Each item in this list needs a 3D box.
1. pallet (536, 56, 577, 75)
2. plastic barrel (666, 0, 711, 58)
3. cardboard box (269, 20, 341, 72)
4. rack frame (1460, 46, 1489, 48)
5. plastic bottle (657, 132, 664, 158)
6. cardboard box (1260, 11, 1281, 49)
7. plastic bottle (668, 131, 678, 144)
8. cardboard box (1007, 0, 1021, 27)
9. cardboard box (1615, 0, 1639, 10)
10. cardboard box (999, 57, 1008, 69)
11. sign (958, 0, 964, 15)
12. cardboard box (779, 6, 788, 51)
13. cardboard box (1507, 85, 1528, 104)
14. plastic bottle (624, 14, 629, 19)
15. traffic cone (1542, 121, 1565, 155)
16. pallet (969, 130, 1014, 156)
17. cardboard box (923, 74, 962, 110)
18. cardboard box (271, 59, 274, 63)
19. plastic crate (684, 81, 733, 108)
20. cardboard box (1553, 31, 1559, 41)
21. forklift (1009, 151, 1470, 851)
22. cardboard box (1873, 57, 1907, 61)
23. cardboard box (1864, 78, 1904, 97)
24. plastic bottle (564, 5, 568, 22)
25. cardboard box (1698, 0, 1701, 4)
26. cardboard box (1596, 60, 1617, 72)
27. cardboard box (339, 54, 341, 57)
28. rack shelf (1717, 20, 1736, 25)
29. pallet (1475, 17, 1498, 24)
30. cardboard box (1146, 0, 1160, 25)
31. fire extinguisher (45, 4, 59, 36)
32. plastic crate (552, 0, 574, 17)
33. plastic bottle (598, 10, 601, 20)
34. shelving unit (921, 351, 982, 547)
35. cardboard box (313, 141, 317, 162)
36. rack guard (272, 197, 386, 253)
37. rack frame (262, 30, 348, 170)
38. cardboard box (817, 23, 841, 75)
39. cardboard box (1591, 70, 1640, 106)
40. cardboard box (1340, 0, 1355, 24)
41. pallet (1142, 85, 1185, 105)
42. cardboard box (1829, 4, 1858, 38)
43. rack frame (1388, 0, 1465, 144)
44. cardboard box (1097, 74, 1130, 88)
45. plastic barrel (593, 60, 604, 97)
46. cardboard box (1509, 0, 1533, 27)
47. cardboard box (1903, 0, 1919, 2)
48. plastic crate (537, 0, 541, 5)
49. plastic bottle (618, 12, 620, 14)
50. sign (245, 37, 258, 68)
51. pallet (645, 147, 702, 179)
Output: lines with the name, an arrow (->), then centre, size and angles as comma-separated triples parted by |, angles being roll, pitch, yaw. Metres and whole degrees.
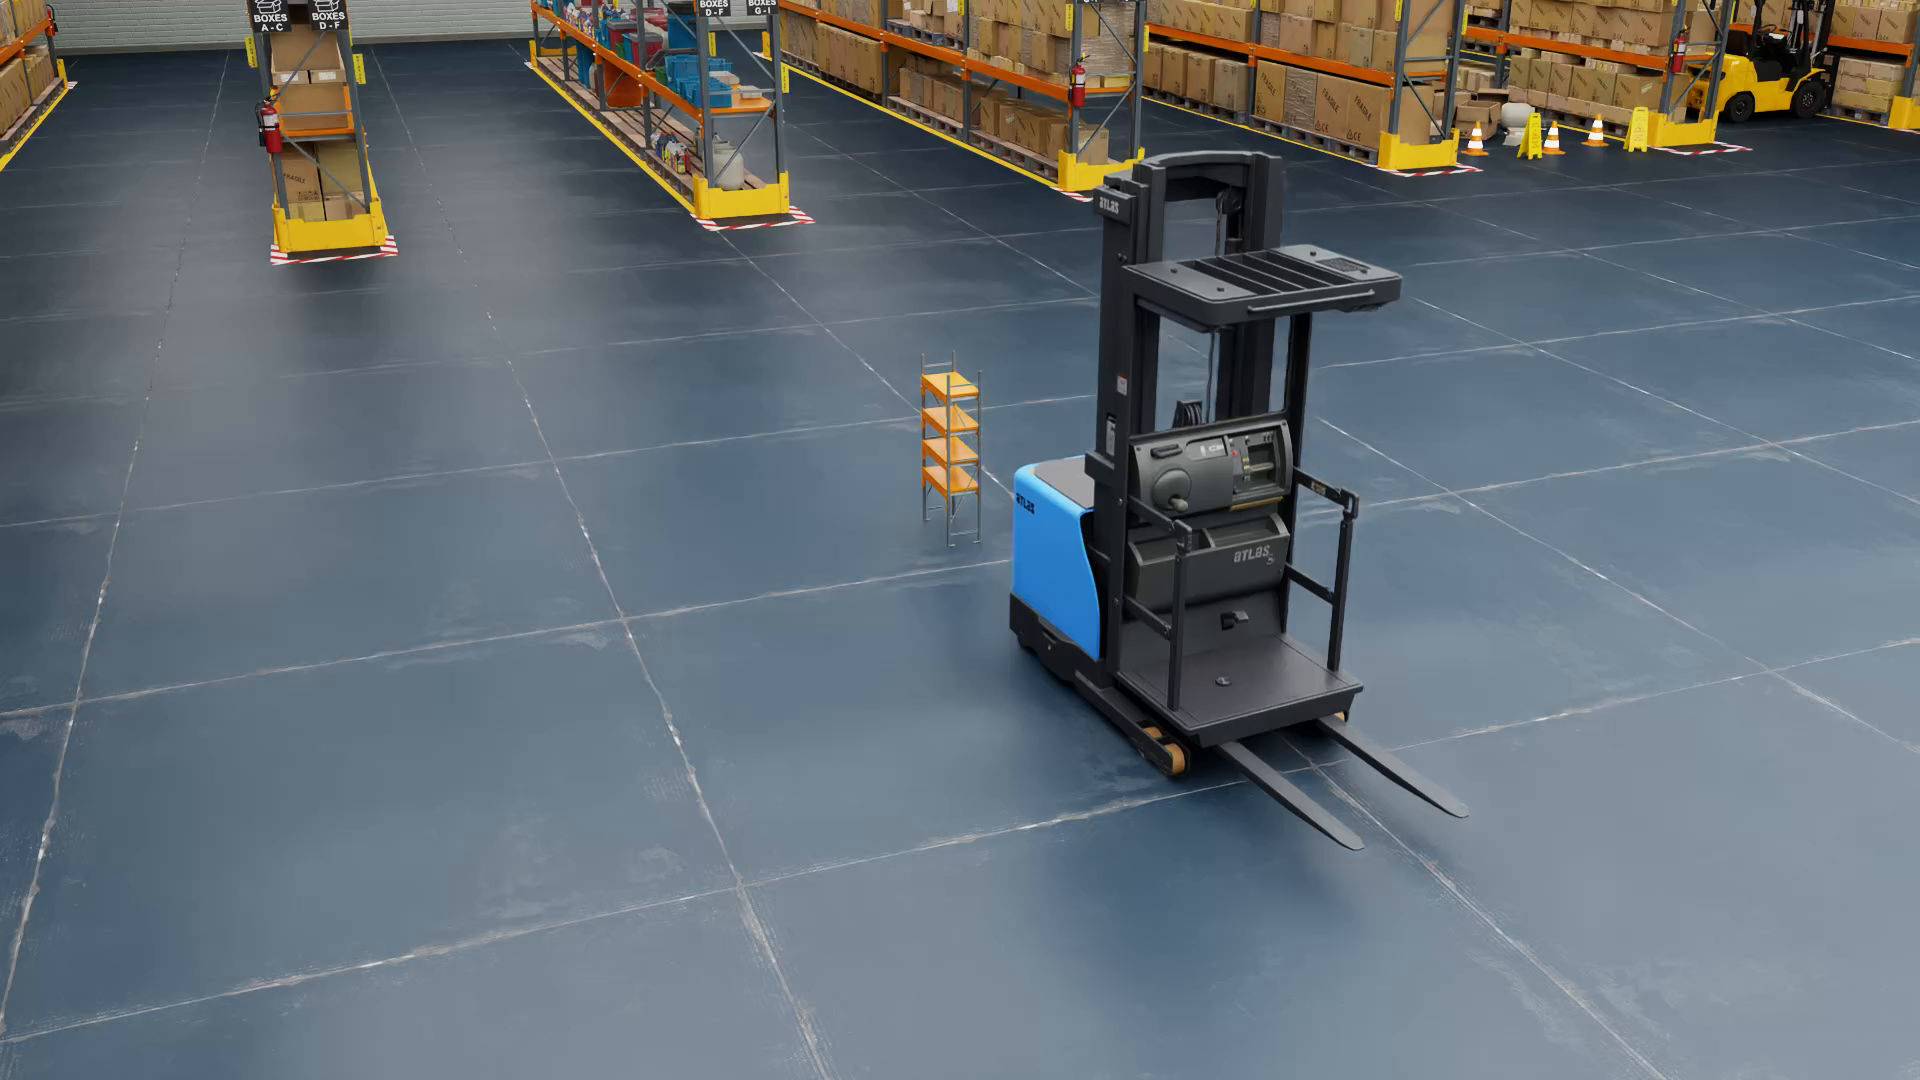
pallet -> -8.084, -9.725, 34.052 | 1.003, 0.211, 1.213 | -8, 24, -19
plastic barrel -> -3.953, -7.368, 24.223 | 0.600, 0.901, 0.708 | -8, 24, -19
cardboard box -> -7.494, -5.658, 19.012 | 0.700, 0.500, 0.500 | -8, 24, -19
rack frame -> 11.621, -12.583, 37.243 | 1.000, 3.000, 0.127 | -8, 24, -19
plastic bottle -> -4.203, -5.587, 23.487 | 0.144, 0.351, 0.185 | -8, 24, -18
cardboard box -> 5.351, -8.215, 26.686 | 0.875, 0.550, 0.550 | -8, 24, -19
plastic bottle -> -4.068, -5.607, 23.534 | 0.144, 0.351, 0.185 | -8, 24, -19
cardboard box -> 0.996, -7.537, 23.470 | 0.500, 0.500, 0.500 | -8, 24, -19
cardboard box -> 10.662, -8.525, 25.816 | 0.700, 0.500, 0.500 | -8, 24, -18
cardboard box -> 0.793, -6.949, 24.197 | 0.380, 0.149, 0.250 | -8, 24, -19
sign -> 0.016, -8.091, 25.093 | 0.100, 0.325, 0.005 | -8, 24, -19
cardboard box -> -3.404, -10.988, 35.652 | 0.875, 0.875, 0.875 | -8, 24, -19
cardboard box -> 9.761, -7.669, 28.583 | 0.500, 0.250, 0.500 | -10, 25, -21
plastic bottle -> -5.786, -9.016, 28.945 | 0.097, 0.271, 0.097 | 0, 23, 0
traffic cone -> 8.941, -6.075, 25.068 | 0.336, 0.463, 0.334 | -8, 24, -19
pallet -> 0.804, -6.110, 25.476 | 1.003, 0.211, 1.213 | -8, 24, -19
cardboard box -> -0.209, -7.493, 27.818 | 0.700, 0.500, 0.500 | -6, 24, -15
cardboard box -> -7.999, -5.656, 19.843 | 0.380, 0.149, 0.250 | -8, 24, -17
plastic crate -> -3.143, -5.574, 20.804 | 0.499, 0.251, 0.616 | -8, 24, -19
cardboard box -> 10.055, -8.356, 27.536 | 0.380, 0.149, 0.250 | -8, 24, -19
forklift -> 1.392, -0.349, 8.304 | 1.130, 2.935, 3.031 | -11, 25, -24
cardboard box -> 15.688, -7.992, 28.062 | 0.500, 0.250, 0.500 | -8, 24, -19
cardboard box -> 15.396, -7.514, 27.571 | 0.500, 0.250, 0.500 | -9, 24, -20
plastic bottle -> -7.148, -9.568, 30.238 | 0.061, 0.283, 0.133 | -8, 24, -19
cardboard box -> 13.846, -10.167, 31.060 | 0.500, 0.250, 0.500 | -9, 24, -20
cardboard box -> 10.413, -7.583, 26.578 | 0.380, 0.149, 0.250 | -8, 24, -18
cardboard box -> -7.716, -5.808, 20.204 | 0.380, 0.149, 0.250 | -9, 24, -20
rack shelf -> 13.741, -10.072, 32.210 | 1.077, 0.370, 4.000 | -8, 24, -19
pallet -> 9.130, -9.646, 30.520 | 1.003, 0.211, 1.213 | -8, 24, -19
cardboard box -> 3.703, -9.578, 29.983 | 0.500, 0.500, 0.500 | -8, 24, -18
fire extinguisher -> -17.229, -9.866, 31.377 | 0.296, 0.674, 0.183 | -8, 24, -19
plastic crate -> -7.410, -10.005, 31.069 | 0.392, 0.384, 0.575 | -8, 24, -19
plastic bottle -> -6.594, -9.647, 30.533 | 0.097, 0.201, 0.097 | 0, 23, 0
shelving unit -> -0.058, -0.613, 11.160 | 0.258, 1.200, 0.503 | -8, 24, -19
cardboard box -> -8.680, -5.157, 21.657 | 0.500, 0.500, 0.500 | -8, 24, -19
rack guard -> -7.313, -3.663, 19.296 | 1.175, 0.500, 0.348 | -8, 24, -19
rack frame -> -8.735, -6.277, 22.280 | 1.000, 3.000, 0.127 | -8, 24, -19
cardboard box -> -2.047, -9.526, 32.184 | 1.225, 0.875, 0.875 | -8, 24, -19
cardboard box -> 10.504, -7.257, 26.641 | 0.500, 0.500, 0.500 | -7, 24, -17
cardboard box -> 6.177, -7.941, 24.645 | 0.875, 0.550, 0.550 | -8, 24, -19
pallet -> 4.005, -8.150, 30.315 | 1.003, 0.211, 1.213 | -8, 24, -19
cardboard box -> 15.085, -8.788, 28.109 | 0.500, 0.500, 0.500 | -9, 24, -20
rack frame -> 6.623, -6.825, 23.581 | 1.000, 3.000, 0.127 | -8, 24, -19
cardboard box -> 2.069, -6.202, 22.425 | 0.380, 0.149, 0.250 | -8, 24, -19
plastic barrel -> -6.100, -8.076, 29.114 | 0.600, 0.588, 0.708 | -8, 24, -19
cardboard box -> 9.700, -8.979, 28.180 | 0.500, 0.500, 0.500 | -8, 24, -19
cardboard box -> 15.537, -8.806, 26.935 | 0.380, 0.149, 0.250 | -8, 24, -19
plastic crate -> -8.284, -10.712, 33.065 | 0.250, 0.136, 0.298 | -8, 24, -19
plastic bottle -> -5.991, -9.159, 29.285 | 0.097, 0.271, 0.097 | 0, 23, 0
sign -> -7.834, -5.397, 18.396 | 0.100, 0.325, 0.005 | -8, 24, -19
pallet -> -3.901, -5.420, 23.838 | 1.003, 0.211, 1.213 | -8, 24, -19
